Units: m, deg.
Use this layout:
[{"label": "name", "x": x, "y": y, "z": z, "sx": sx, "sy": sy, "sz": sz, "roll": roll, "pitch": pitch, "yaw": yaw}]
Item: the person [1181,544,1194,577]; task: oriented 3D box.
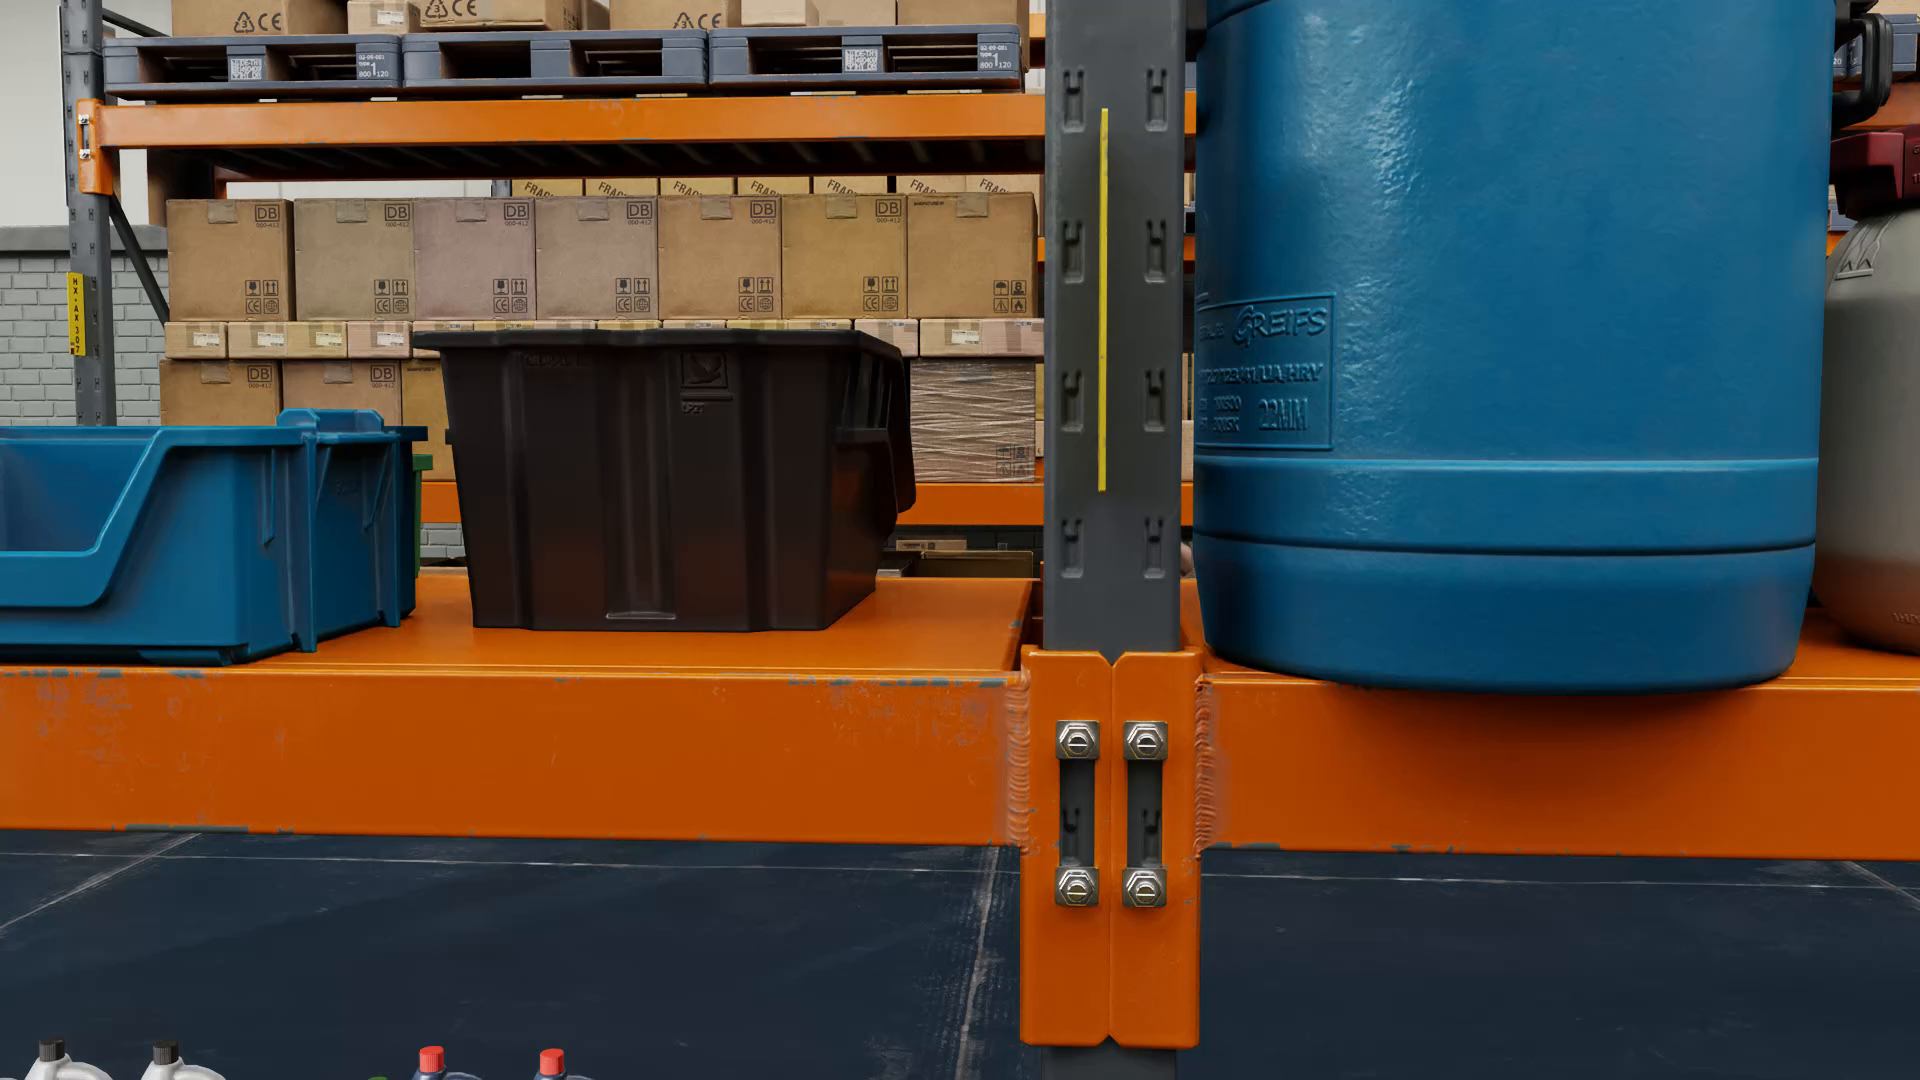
[{"label": "person", "x": 1.055, "y": 0.420, "z": 10.486, "sx": 0.978, "sy": 0.815, "sz": 0.571, "roll": -1, "pitch": 4, "yaw": -12}]
